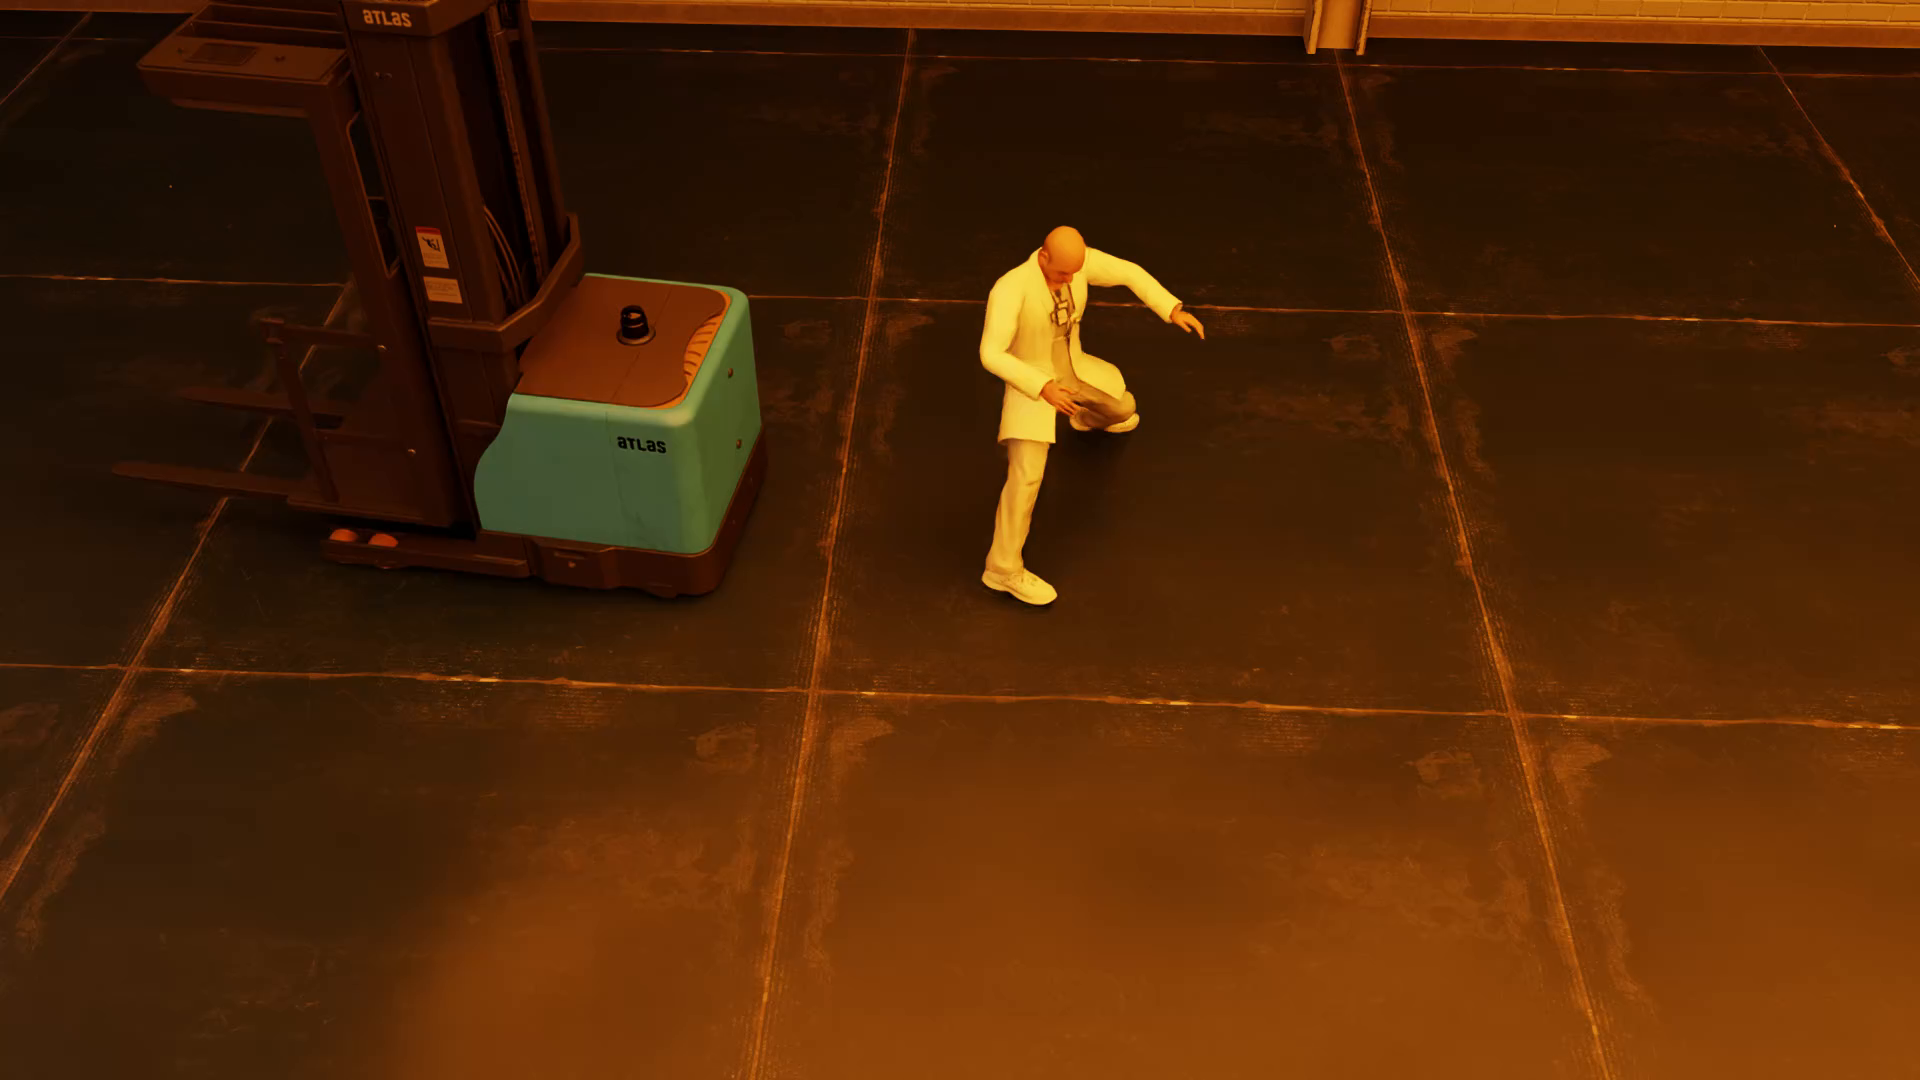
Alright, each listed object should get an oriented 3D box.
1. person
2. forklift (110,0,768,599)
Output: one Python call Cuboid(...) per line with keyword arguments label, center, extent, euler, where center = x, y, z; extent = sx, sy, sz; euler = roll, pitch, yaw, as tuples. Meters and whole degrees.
Cuboid(label="person", center=(0.555, -0.725, 7.557), extent=(1.364, 1.553, 0.888), euler=(-29, 50, -28))
Cuboid(label="forklift", center=(-2.514, -1.292, 7.158), extent=(3.031, 2.935, 1.130), euler=(7, 43, 7))
